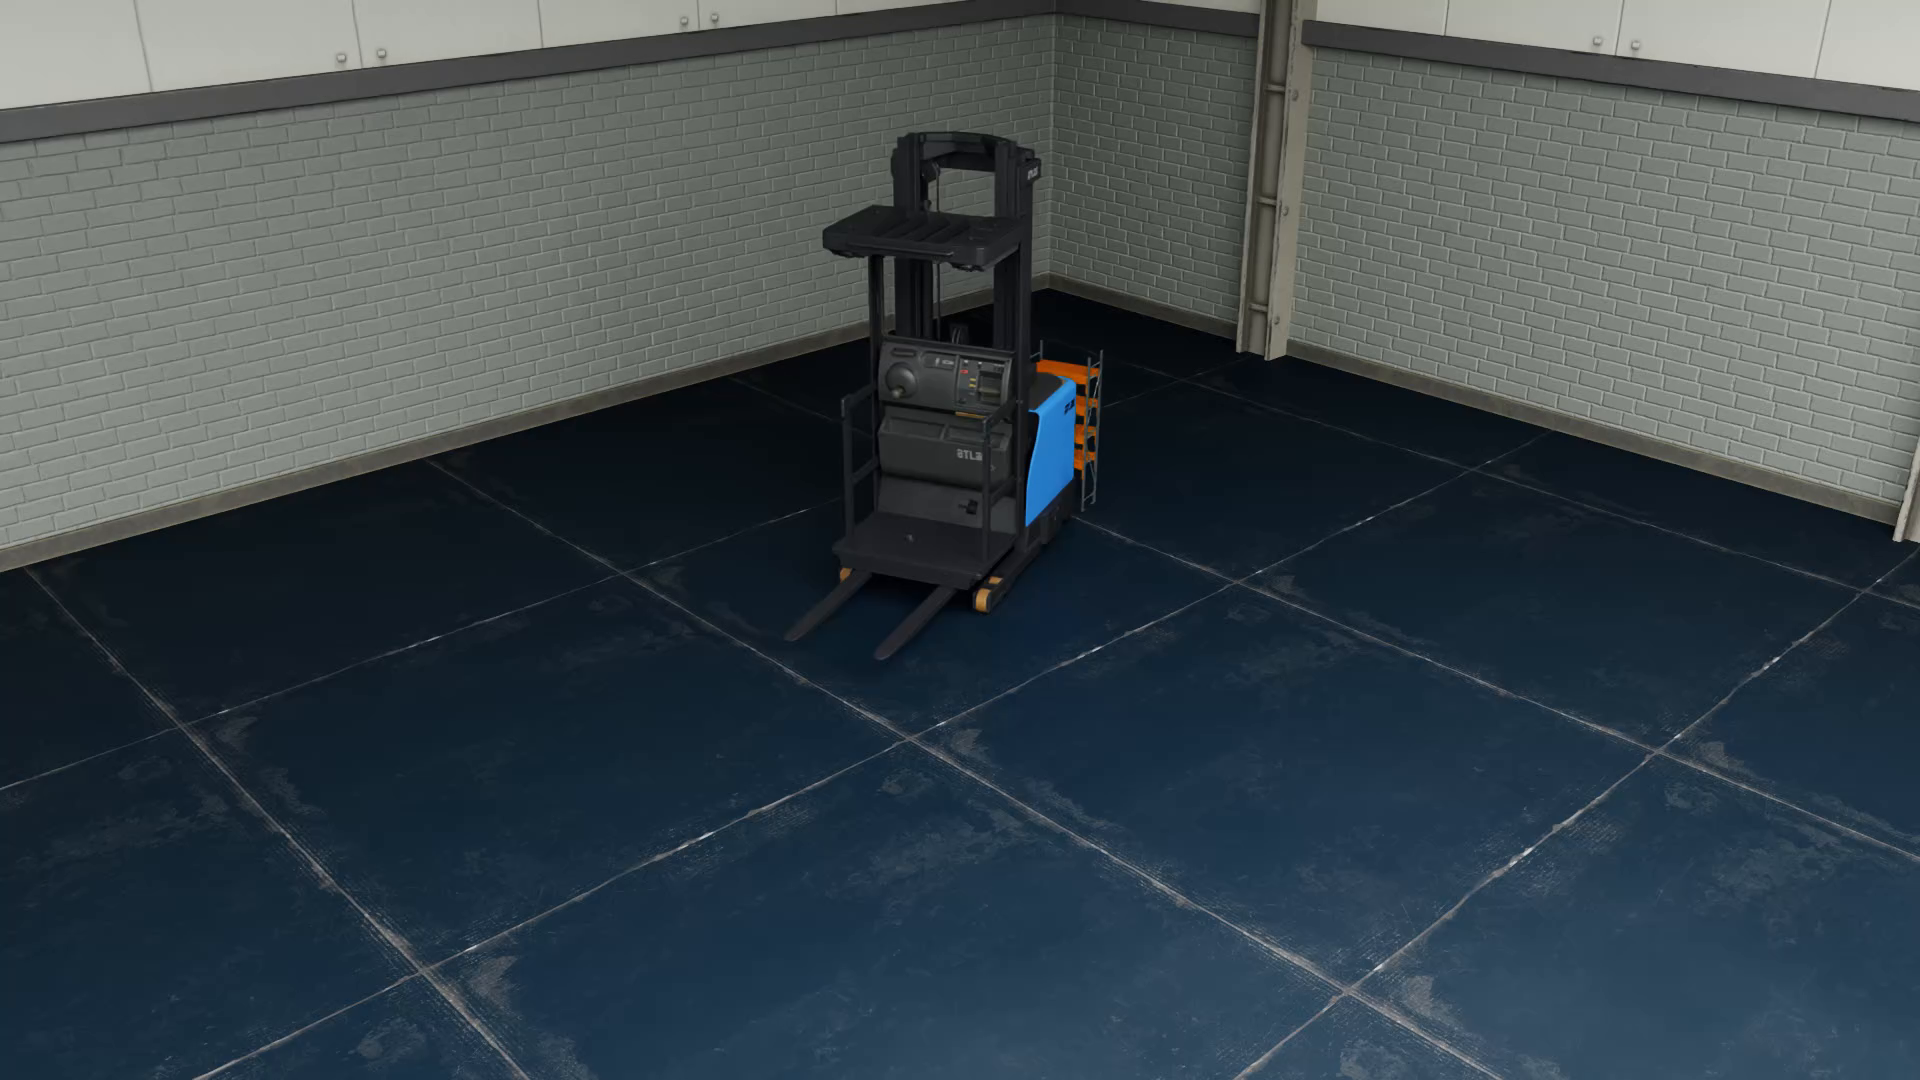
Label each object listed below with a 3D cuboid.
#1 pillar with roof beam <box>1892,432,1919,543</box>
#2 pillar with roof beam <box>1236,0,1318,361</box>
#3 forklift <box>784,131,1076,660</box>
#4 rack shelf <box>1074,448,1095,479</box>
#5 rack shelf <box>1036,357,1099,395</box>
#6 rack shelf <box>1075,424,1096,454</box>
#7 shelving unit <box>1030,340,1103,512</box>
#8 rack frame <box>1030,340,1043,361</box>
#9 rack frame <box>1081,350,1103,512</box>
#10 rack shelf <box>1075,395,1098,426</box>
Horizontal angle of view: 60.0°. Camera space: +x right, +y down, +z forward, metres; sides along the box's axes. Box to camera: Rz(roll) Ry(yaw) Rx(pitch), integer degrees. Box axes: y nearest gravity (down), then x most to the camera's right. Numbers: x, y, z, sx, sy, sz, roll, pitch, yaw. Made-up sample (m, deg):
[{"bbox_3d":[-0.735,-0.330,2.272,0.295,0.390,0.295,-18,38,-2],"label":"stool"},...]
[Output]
[{"bbox_3d":[3.859,-2.859,7.472,9.100,9.000,0.400,-21,32,-38],"label":"pillar with roof beam"},{"bbox_3d":[-0.242,-4.677,11.457,9.100,9.000,0.400,-21,32,-38],"label":"pillar with roof beam"},{"bbox_3d":[-0.183,-1.049,10.815,1.130,2.935,3.031,10,26,21],"label":"forklift"},{"bbox_3d":[0.760,-0.607,12.562,0.480,0.148,0.258,12,26,25],"label":"rack shelf"},{"bbox_3d":[0.770,-1.213,12.305,0.480,0.148,0.258,12,26,25],"label":"rack shelf"},{"bbox_3d":[0.763,-0.790,12.484,0.480,0.148,0.258,12,26,25],"label":"rack shelf"},{"bbox_3d":[0.764,-0.852,12.458,0.503,1.200,0.258,12,26,25],"label":"shelving unit"},{"bbox_3d":[0.549,-0.899,12.563,0.015,1.200,0.240,12,26,25],"label":"rack frame"},{"bbox_3d":[0.979,-0.804,12.354,0.015,1.200,0.240,12,26,25],"label":"rack frame"},{"bbox_3d":[0.766,-0.996,12.397,0.480,0.148,0.258,12,26,25],"label":"rack shelf"}]
